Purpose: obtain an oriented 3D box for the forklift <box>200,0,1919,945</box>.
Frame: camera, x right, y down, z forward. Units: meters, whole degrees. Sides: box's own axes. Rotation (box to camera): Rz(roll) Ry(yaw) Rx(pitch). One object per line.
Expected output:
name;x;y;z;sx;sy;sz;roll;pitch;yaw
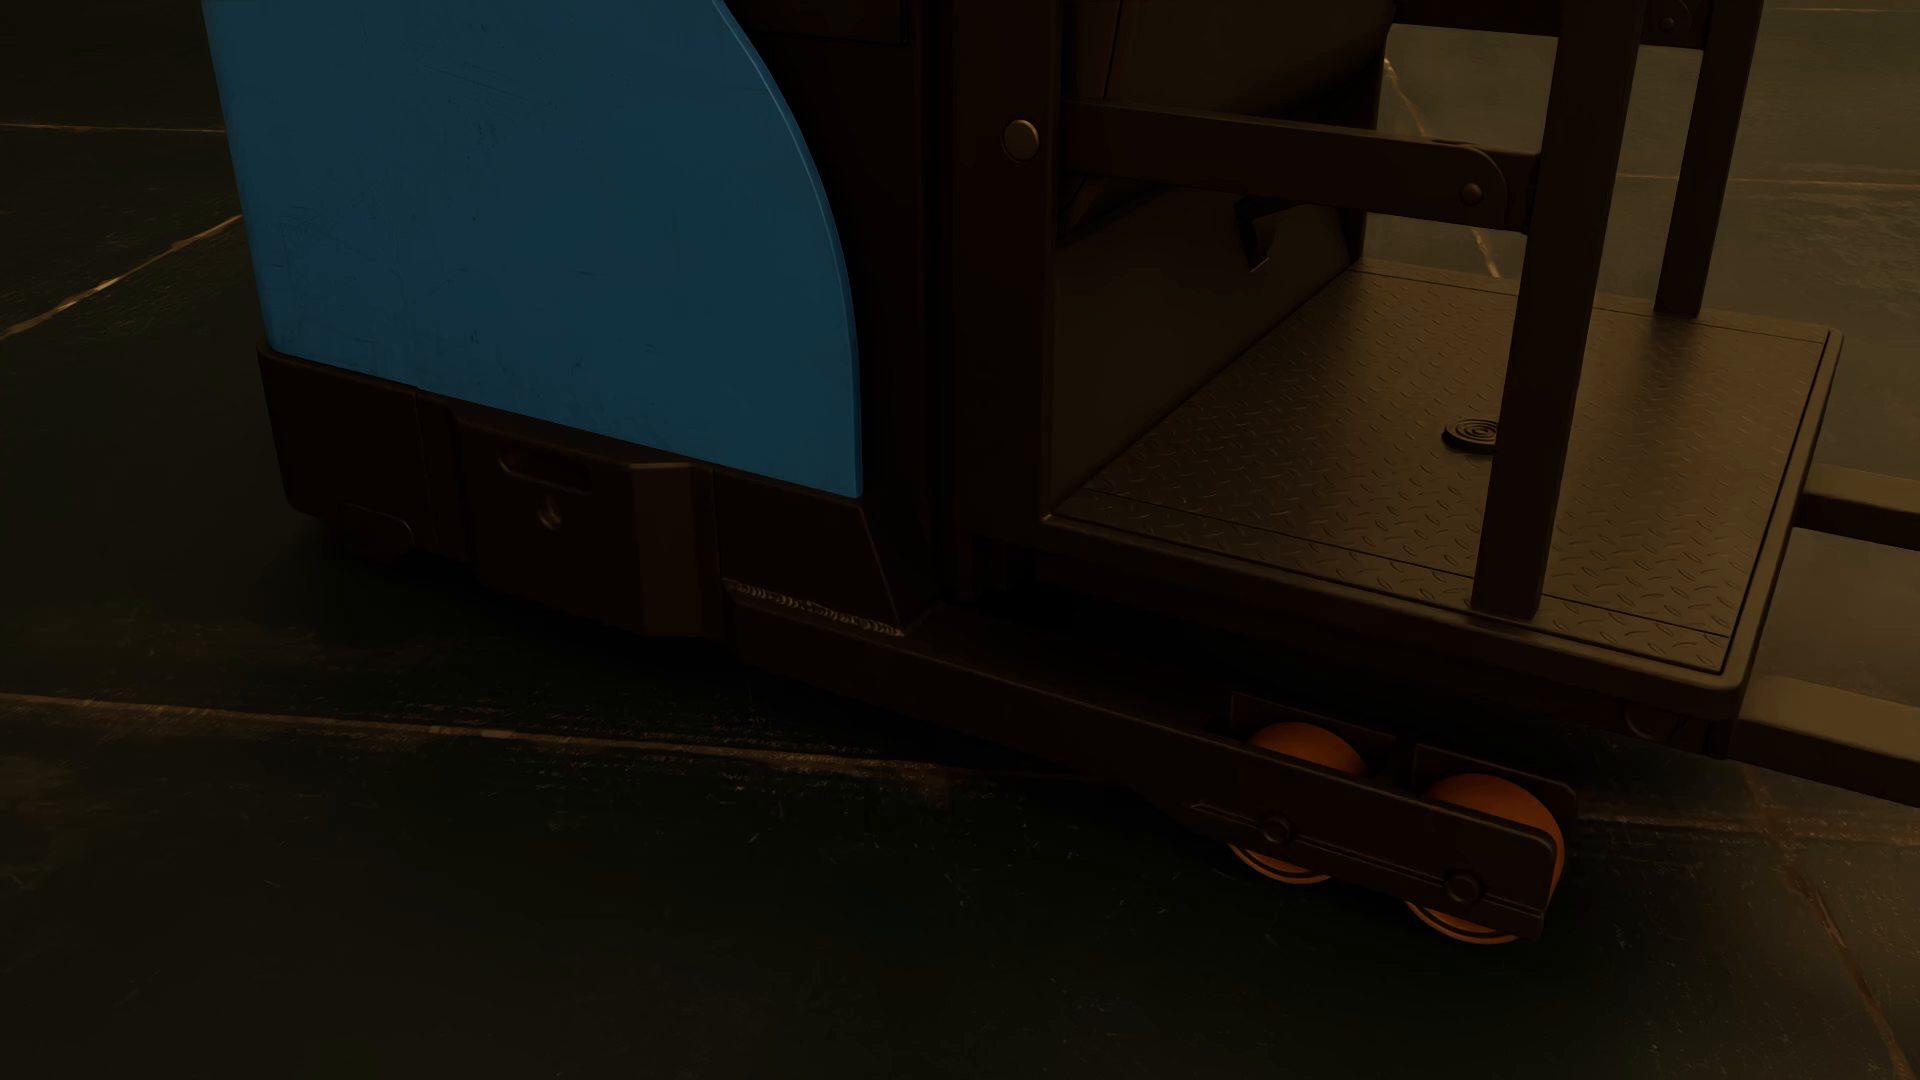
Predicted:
forklift;0.529;-1.176;1.574;3.031;2.935;1.130;14;30;26
